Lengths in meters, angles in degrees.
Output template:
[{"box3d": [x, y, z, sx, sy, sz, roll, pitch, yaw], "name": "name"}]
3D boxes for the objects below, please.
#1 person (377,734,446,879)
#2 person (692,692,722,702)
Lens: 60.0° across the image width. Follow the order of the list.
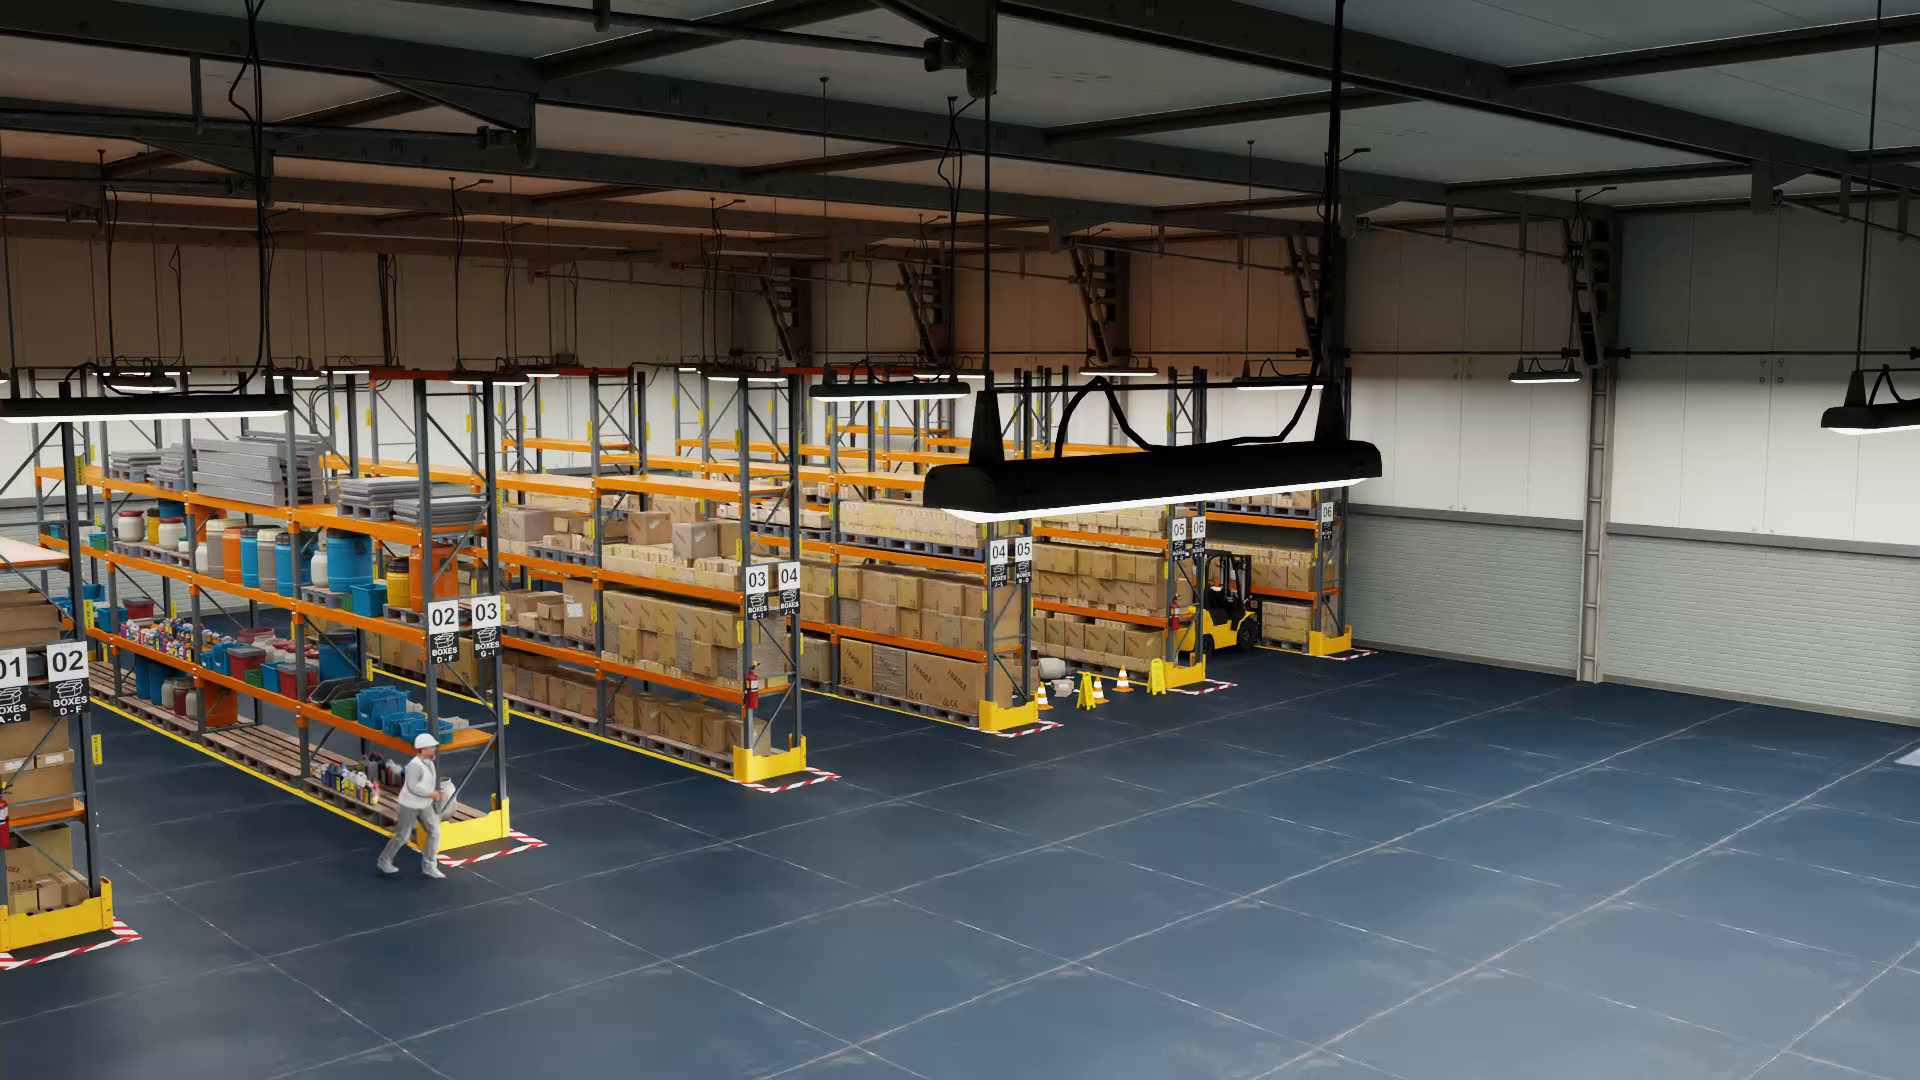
[{"box3d": [-6.609, 3.215, 20.112, 0.874, 1.781, 0.636, 2, 7, 14], "name": "person"}, {"box3d": [-4.544, 2.102, 29.844, 0.651, 1.751, 0.709, 1, 7, 11], "name": "person"}]
